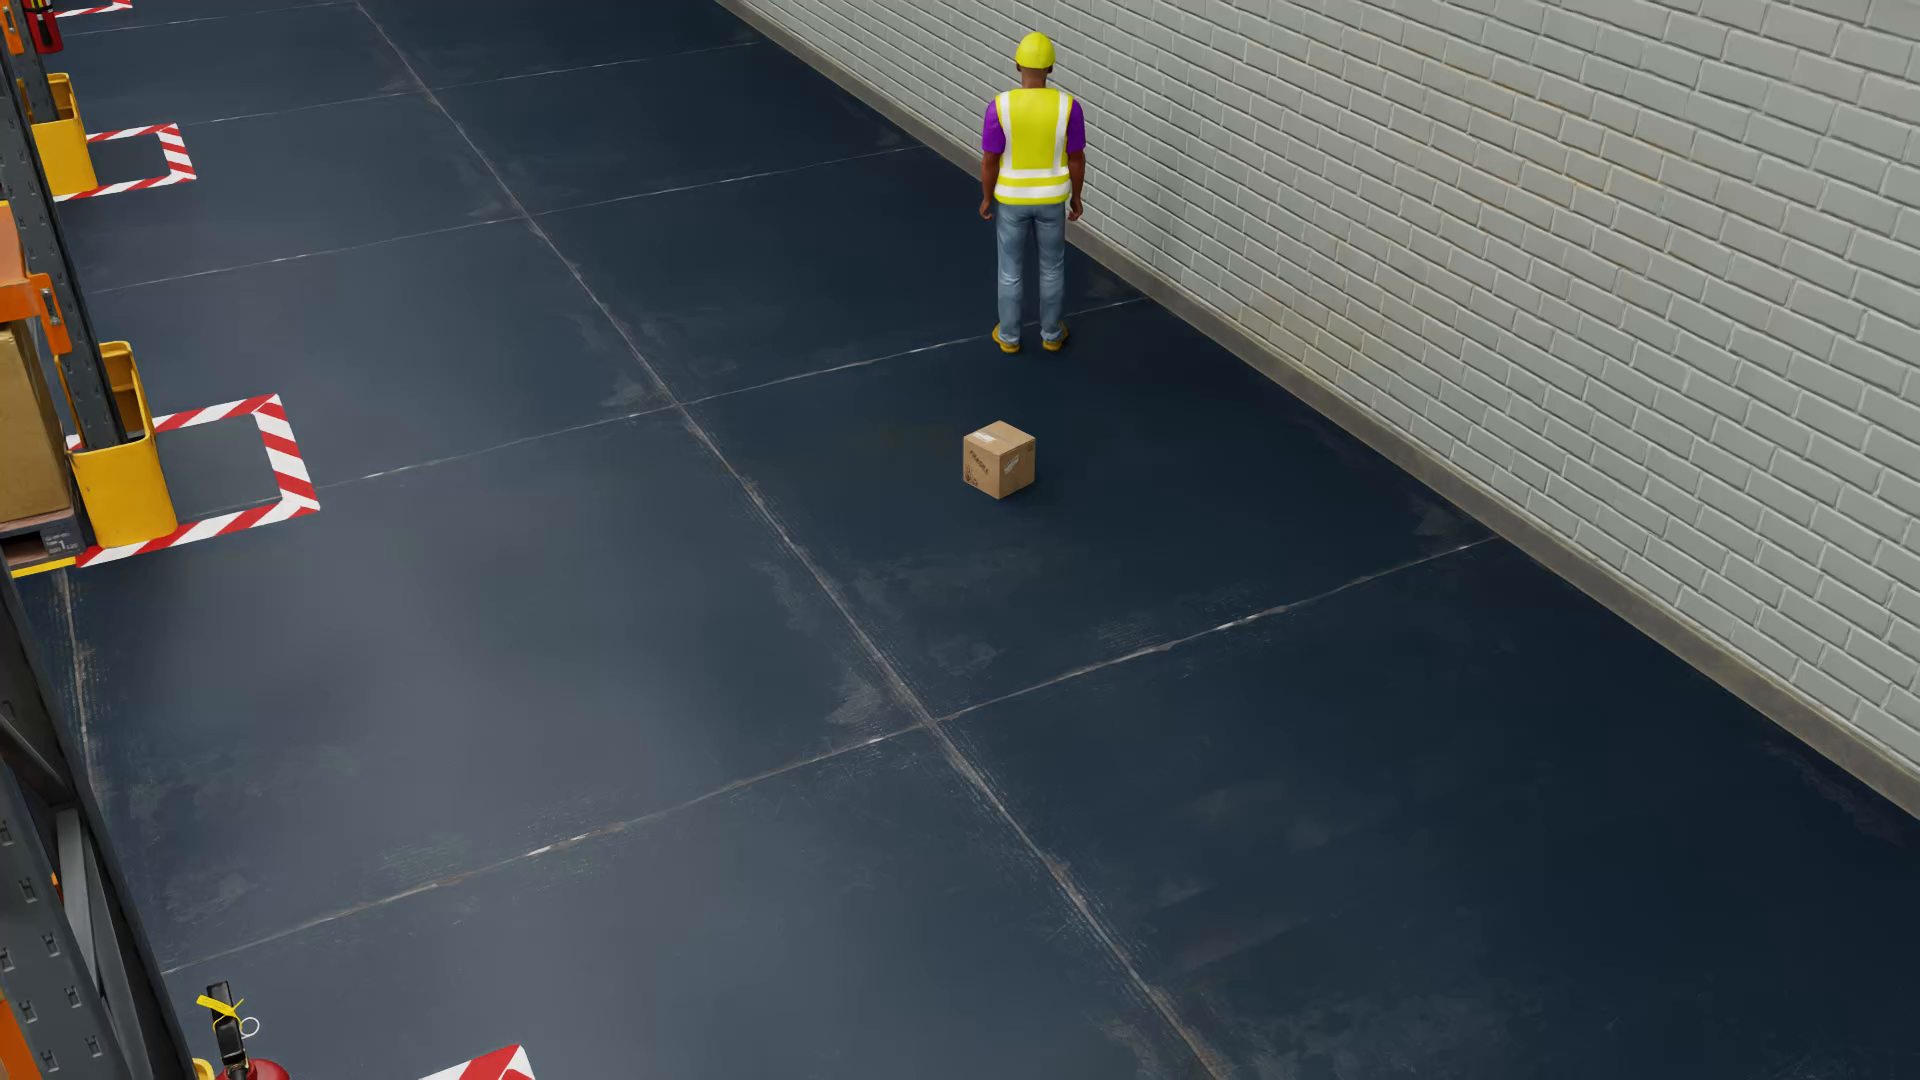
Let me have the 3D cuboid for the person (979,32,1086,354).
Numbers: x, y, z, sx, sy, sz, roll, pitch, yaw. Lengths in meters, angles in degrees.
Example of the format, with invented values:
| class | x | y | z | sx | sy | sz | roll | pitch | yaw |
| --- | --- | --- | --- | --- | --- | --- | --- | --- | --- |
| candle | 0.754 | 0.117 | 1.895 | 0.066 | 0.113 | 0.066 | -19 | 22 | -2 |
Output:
| class | x | y | z | sx | sy | sz | roll | pitch | yaw |
| --- | --- | --- | --- | --- | --- | --- | --- | --- | --- |
| person | 0.386 | -1.860 | 8.994 | 0.567 | 1.771 | 0.379 | -2 | 33 | -3 |
